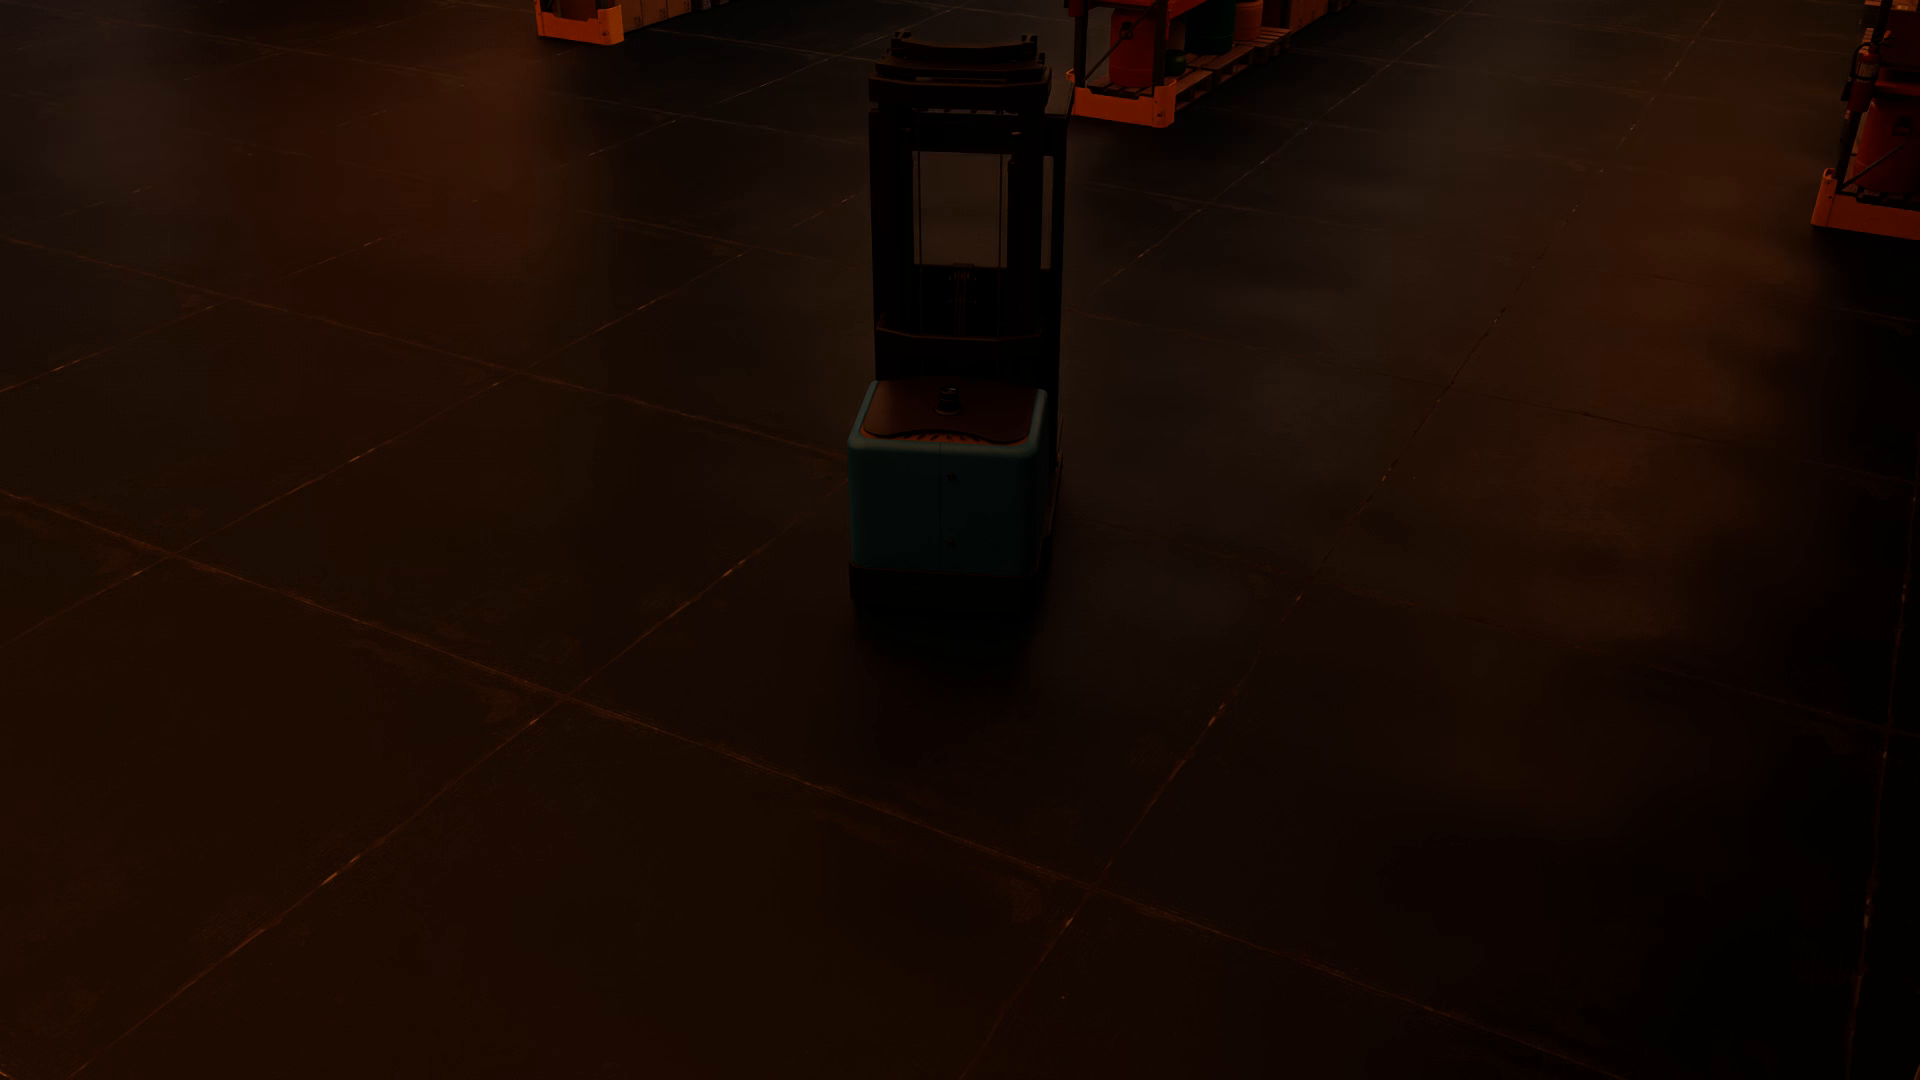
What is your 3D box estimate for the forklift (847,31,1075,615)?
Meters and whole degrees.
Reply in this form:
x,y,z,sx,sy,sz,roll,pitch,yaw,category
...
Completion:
x,y,z,sx,sy,sz,roll,pitch,yaw,category
0.072,-1.572,9.794,1.130,2.935,3.031,3,30,6,forklift
